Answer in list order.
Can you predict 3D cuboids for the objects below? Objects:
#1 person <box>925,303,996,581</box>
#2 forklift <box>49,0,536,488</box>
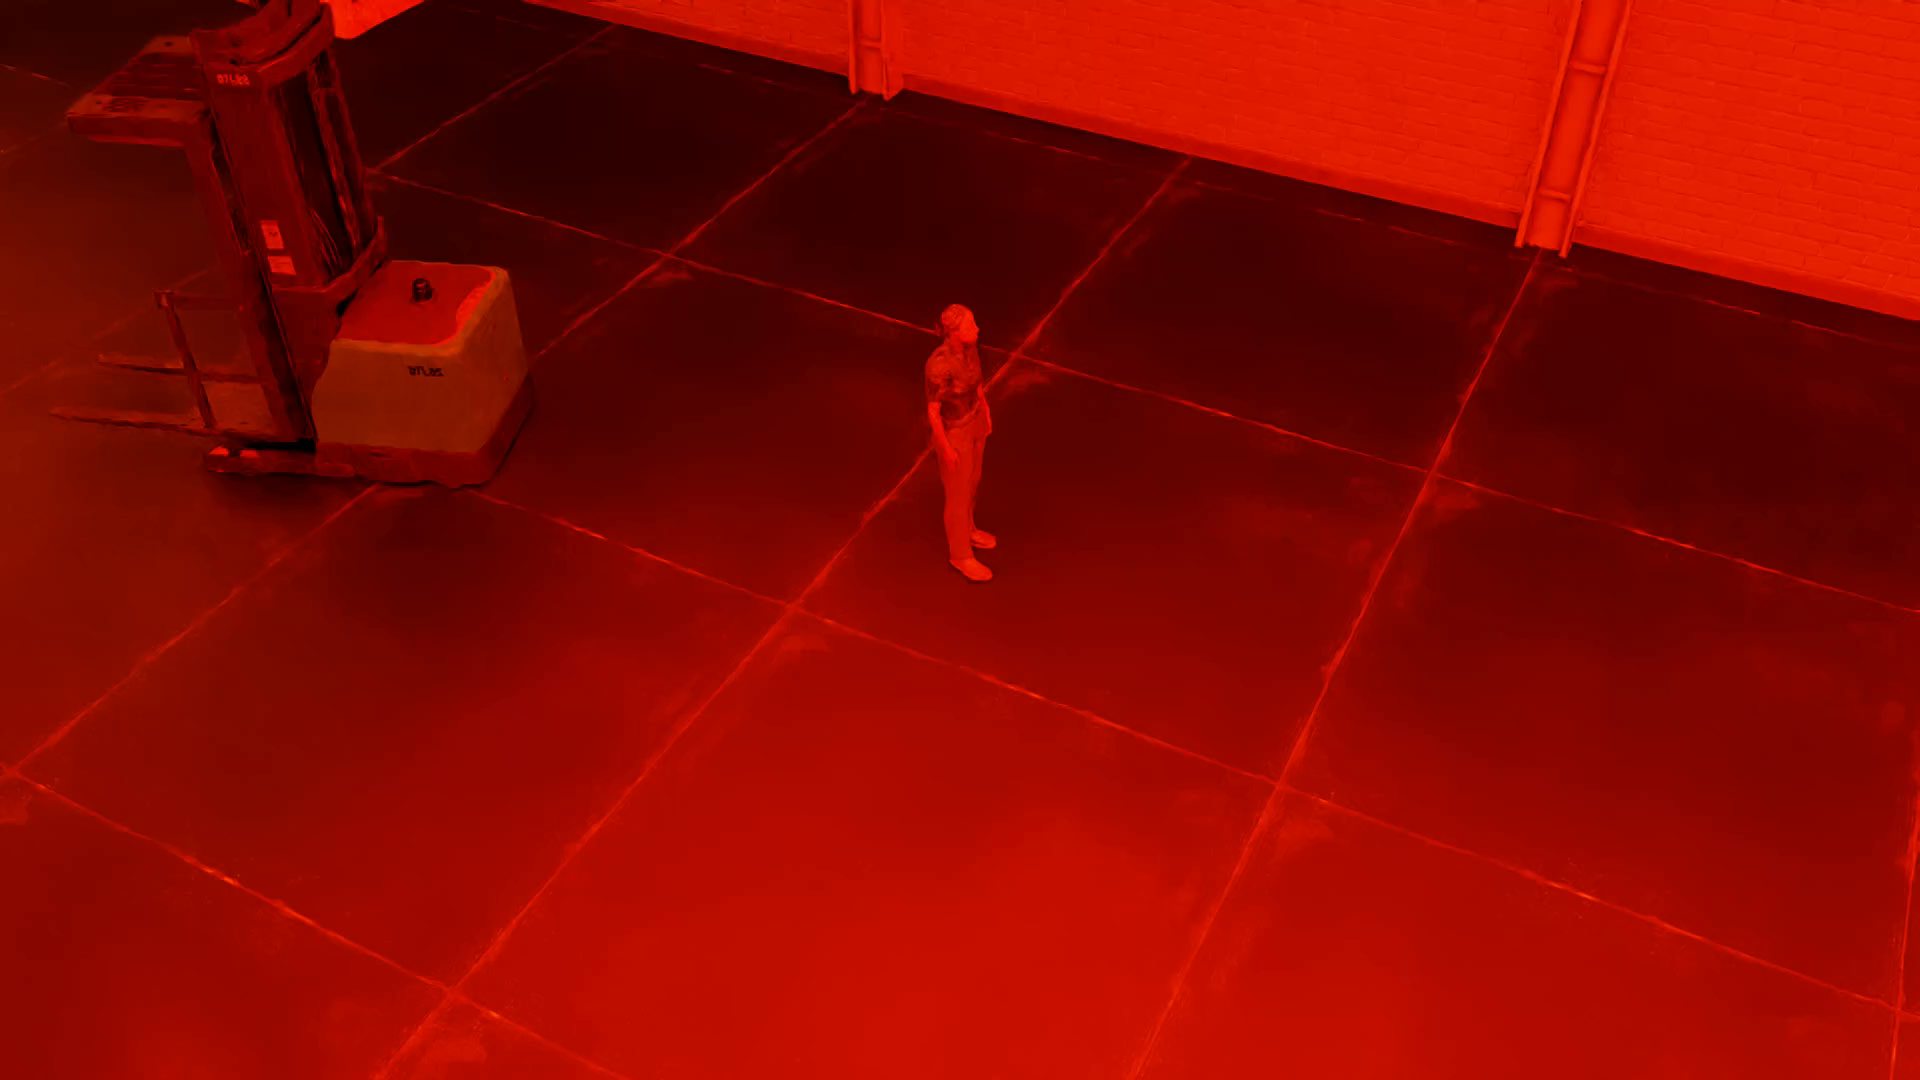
[{"bbox_3d":[0.069,-0.601,9.680,0.503,1.654,0.570,18,43,21],"label":"person"},{"bbox_3d":[-4.435,-1.870,10.207,3.031,2.935,1.130,5,40,6],"label":"forklift"}]
